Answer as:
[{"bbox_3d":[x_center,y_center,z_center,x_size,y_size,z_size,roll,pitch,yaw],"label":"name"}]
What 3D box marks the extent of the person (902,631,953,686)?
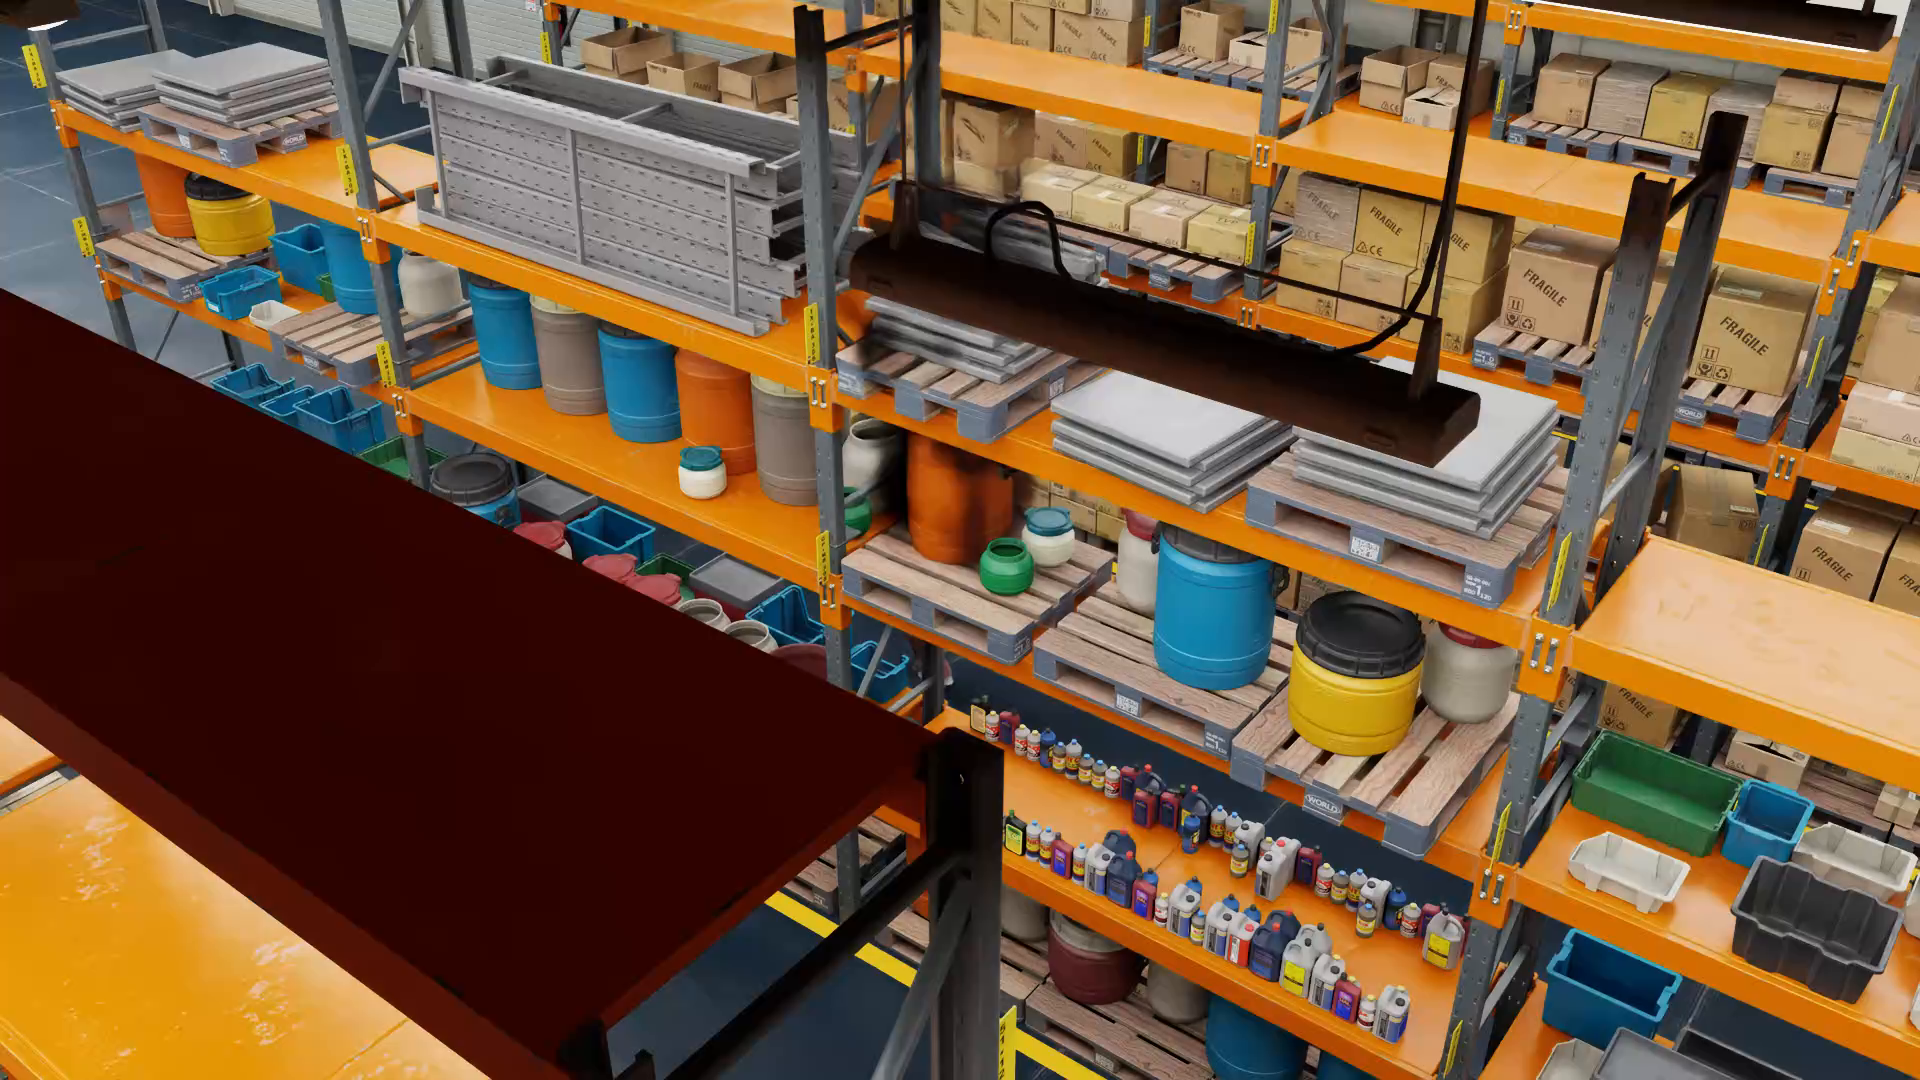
[{"bbox_3d":[-0.340,0.400,13.018,0.656,1.659,0.549,14,34,21],"label":"person"}]
